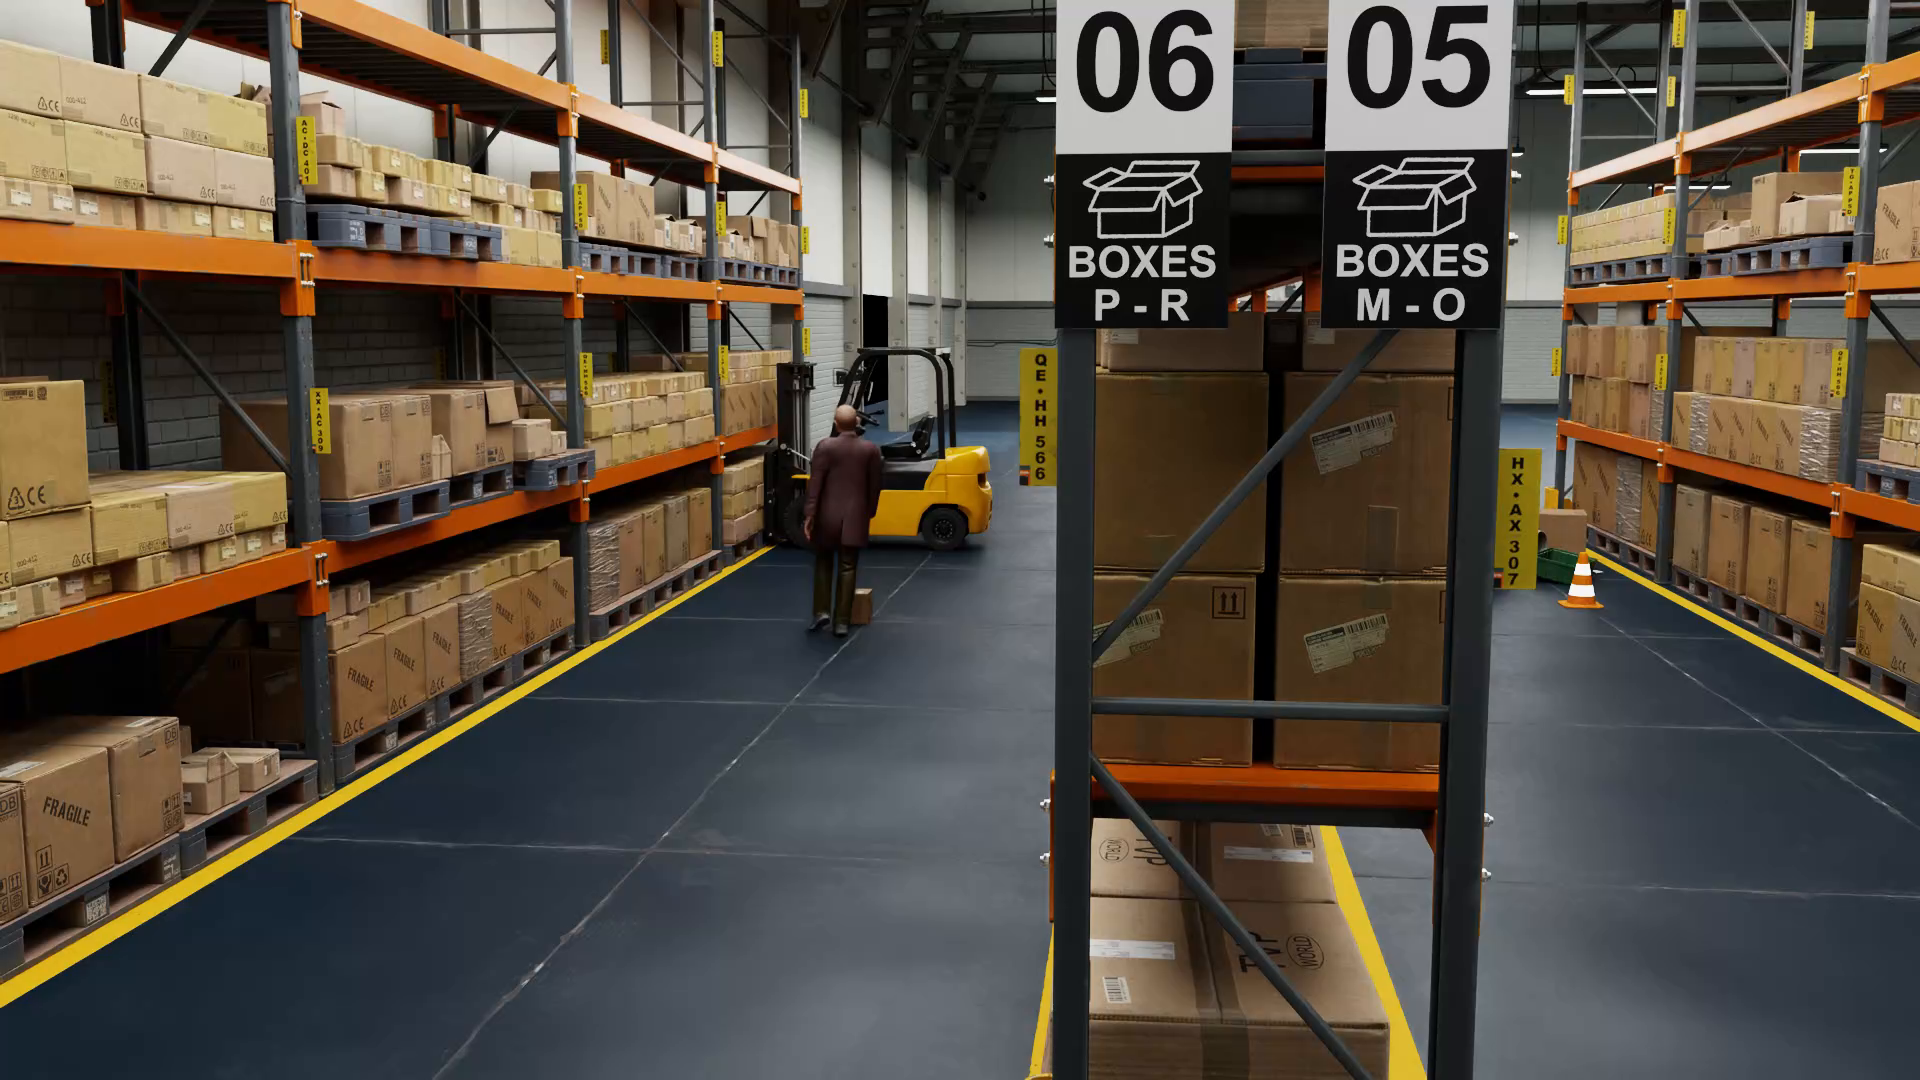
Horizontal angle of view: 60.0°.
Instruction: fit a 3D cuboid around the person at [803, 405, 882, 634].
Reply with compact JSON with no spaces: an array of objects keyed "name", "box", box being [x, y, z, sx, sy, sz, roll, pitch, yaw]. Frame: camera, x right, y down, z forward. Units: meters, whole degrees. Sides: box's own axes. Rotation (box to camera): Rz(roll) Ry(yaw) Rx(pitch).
[{"name":"person","box":[-0.919,-0.127,13.014,0.632,1.861,0.594,-1,8,-8]}]
